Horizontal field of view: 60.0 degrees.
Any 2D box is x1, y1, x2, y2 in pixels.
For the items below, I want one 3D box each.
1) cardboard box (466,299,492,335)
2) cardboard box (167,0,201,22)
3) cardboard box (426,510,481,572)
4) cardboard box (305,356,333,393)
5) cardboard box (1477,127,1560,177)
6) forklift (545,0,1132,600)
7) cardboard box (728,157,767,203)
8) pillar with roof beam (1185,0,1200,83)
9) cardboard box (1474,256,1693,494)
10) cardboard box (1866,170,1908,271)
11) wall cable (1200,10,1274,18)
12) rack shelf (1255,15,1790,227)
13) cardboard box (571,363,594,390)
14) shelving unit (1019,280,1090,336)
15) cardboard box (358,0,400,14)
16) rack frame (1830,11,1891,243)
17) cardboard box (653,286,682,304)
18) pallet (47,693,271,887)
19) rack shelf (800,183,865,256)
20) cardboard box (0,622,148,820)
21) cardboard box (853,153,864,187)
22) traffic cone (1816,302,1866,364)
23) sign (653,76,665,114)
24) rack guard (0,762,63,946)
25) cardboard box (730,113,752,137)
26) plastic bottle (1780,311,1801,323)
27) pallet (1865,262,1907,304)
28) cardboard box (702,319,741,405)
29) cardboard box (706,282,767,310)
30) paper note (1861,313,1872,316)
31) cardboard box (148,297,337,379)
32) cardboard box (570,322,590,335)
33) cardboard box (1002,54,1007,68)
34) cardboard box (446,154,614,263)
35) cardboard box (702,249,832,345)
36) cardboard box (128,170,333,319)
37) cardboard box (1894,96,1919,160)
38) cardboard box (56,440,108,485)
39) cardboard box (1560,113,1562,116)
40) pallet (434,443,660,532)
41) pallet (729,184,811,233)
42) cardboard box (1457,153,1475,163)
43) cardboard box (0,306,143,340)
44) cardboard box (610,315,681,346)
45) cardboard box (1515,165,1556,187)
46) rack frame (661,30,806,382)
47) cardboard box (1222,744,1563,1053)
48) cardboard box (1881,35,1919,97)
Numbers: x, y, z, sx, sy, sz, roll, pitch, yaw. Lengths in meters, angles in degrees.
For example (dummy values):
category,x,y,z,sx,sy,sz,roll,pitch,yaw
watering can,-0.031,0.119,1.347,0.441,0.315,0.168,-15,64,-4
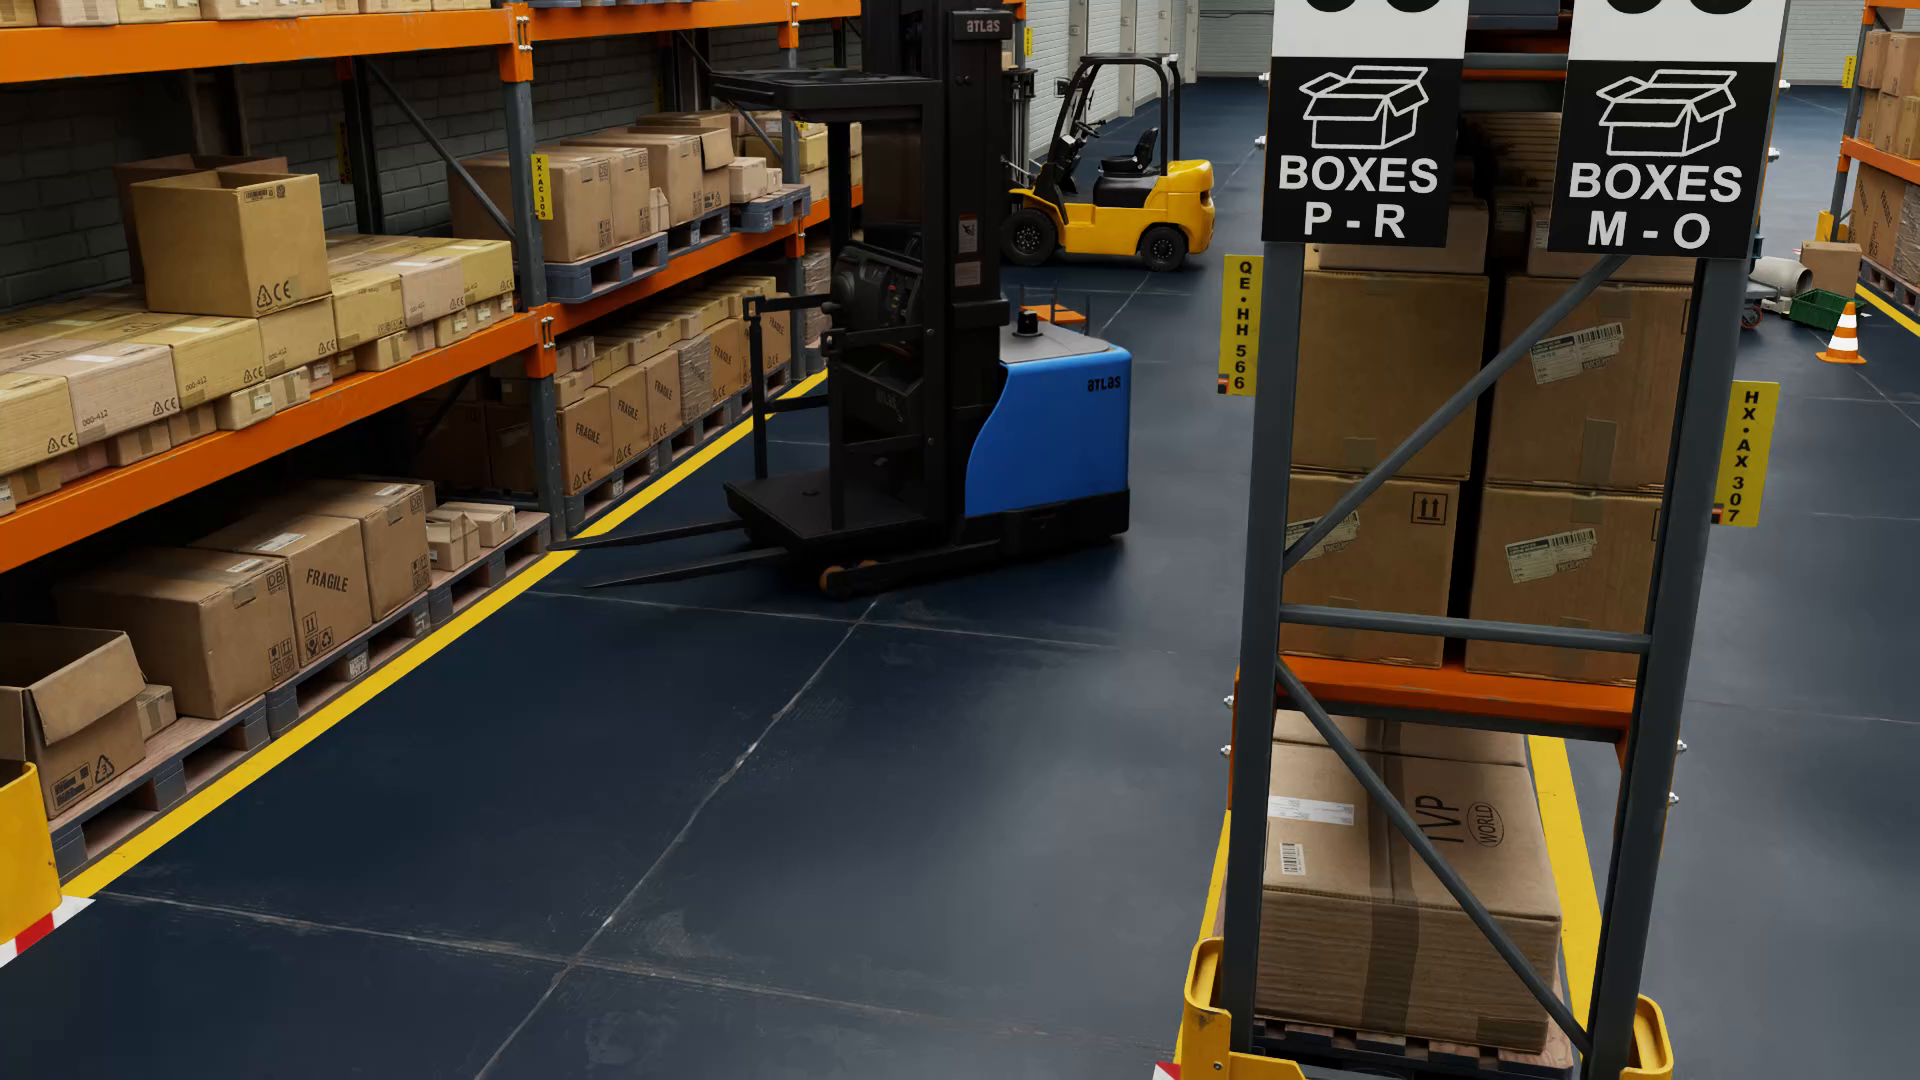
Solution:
category,x,y,z,sx,sy,sz,roll,pitch,yaw
cardboard box,-2.538,-1.108,8.178,0.380,0.149,0.250,5,20,15
cardboard box,-3.000,-1.956,6.023,0.380,0.149,0.250,4,19,13
cardboard box,-2.601,-0.025,8.200,0.396,0.266,0.258,5,20,15
cardboard box,-2.890,-0.709,7.010,0.380,0.149,0.250,5,19,13
cardboard box,2.011,-1.349,5.791,0.380,0.149,0.250,4,19,12
forklift,-0.611,-1.284,8.412,3.031,2.935,1.130,-10,21,-27
cardboard box,-1.629,-2.455,11.316,0.500,0.250,0.500,4,19,11
pillar with roof beam,10.730,-16.946,44.878,9.100,9.000,0.400,5,19,13
cardboard box,1.568,-0.433,4.114,0.500,0.500,0.500,4,19,12
cardboard box,9.594,-3.140,16.378,0.875,0.875,0.875,4,19,13
wall cable,8.557,-16.635,48.773,3.097,2.526,0.112,5,19,13
rack shelf,1.663,-1.491,5.384,1.077,0.370,4.000,5,19,13
cardboard box,-2.324,-0.937,9.503,0.380,0.149,0.250,4,19,12
shelving unit,0.558,-0.919,10.022,0.258,1.200,0.503,-6,20,-18
cardboard box,-2.665,-2.358,7.197,0.380,0.149,0.250,5,19,13
rack frame,9.908,-4.441,17.548,1.000,3.000,0.127,5,19,13
cardboard box,-2.189,-1.702,11.743,0.380,0.149,0.250,5,19,14
pallet,-3.427,0.870,6.314,1.003,0.211,1.213,5,19,13
rack shelf,-1.197,-2.970,14.355,1.077,0.370,4.000,5,19,13
cardboard box,-3.398,0.622,5.937,0.797,0.503,0.637,4,19,11
cardboard box,-1.093,-3.051,13.713,0.500,0.250,0.500,4,19,12
traffic cone,7.139,-1.685,13.406,0.336,0.463,0.334,5,19,13
sign,-2.224,-3.274,12.341,0.100,0.325,0.005,5,19,13
rack guard,-3.621,0.983,5.536,1.175,0.500,0.348,5,19,13
cardboard box,-1.802,-3.156,12.627,0.380,0.149,0.250,5,20,15
plastic bottle,7.535,-2.002,14.955,0.133,0.061,0.283,-5,20,-15
pallet,9.489,-2.483,16.131,1.003,0.211,1.213,5,19,13
cardboard box,-1.838,-1.229,11.364,0.500,0.500,0.500,6,20,16
cardboard box,-1.597,-1.743,11.865,0.380,0.149,0.250,4,19,11
paper note,8.217,-2.064,15.184,0.147,0.020,0.142,-9,21,-24
cardboard box,-2.920,-0.846,6.795,0.500,0.250,0.500,4,19,12
cardboard box,-2.577,-1.300,10.566,0.380,0.149,0.250,5,19,14
cardboard box,0.318,-5.393,18.718,0.380,0.149,0.250,5,20,15
cardboard box,-2.327,-1.810,9.041,0.700,0.500,0.500,5,20,15
cardboard box,-1.520,-1.953,13.288,0.875,0.625,0.625,5,20,15
cardboard box,-2.902,-1.192,6.647,0.500,0.500,0.500,5,20,15
cardboard box,9.400,-3.883,15.682,0.875,0.550,0.500,5,19,13
cardboard box,-3.246,-0.307,5.834,0.380,0.149,0.250,4,19,13
cardboard box,2.385,-1.745,6.949,0.380,0.149,0.250,4,19,12
pallet,-2.500,-0.368,9.938,1.003,0.211,1.213,5,19,13
pallet,-1.783,-2.375,11.796,1.213,0.211,1.003,5,19,13
cardboard box,2.172,-1.231,6.450,0.500,0.500,0.500,4,19,13
cardboard box,-3.532,-0.727,6.448,0.500,0.250,0.500,5,20,15
cardboard box,-2.021,-1.345,10.699,0.380,0.149,0.250,5,19,14
cardboard box,1.746,-0.946,4.611,0.380,0.149,0.250,4,19,12
rack frame,-1.685,-2.683,12.403,1.000,3.000,0.127,5,19,13
cardboard box,1.239,1.014,4.893,0.875,0.438,0.875,4,19,12
cardboard box,9.467,-4.565,16.009,0.875,0.550,0.550,5,19,13
